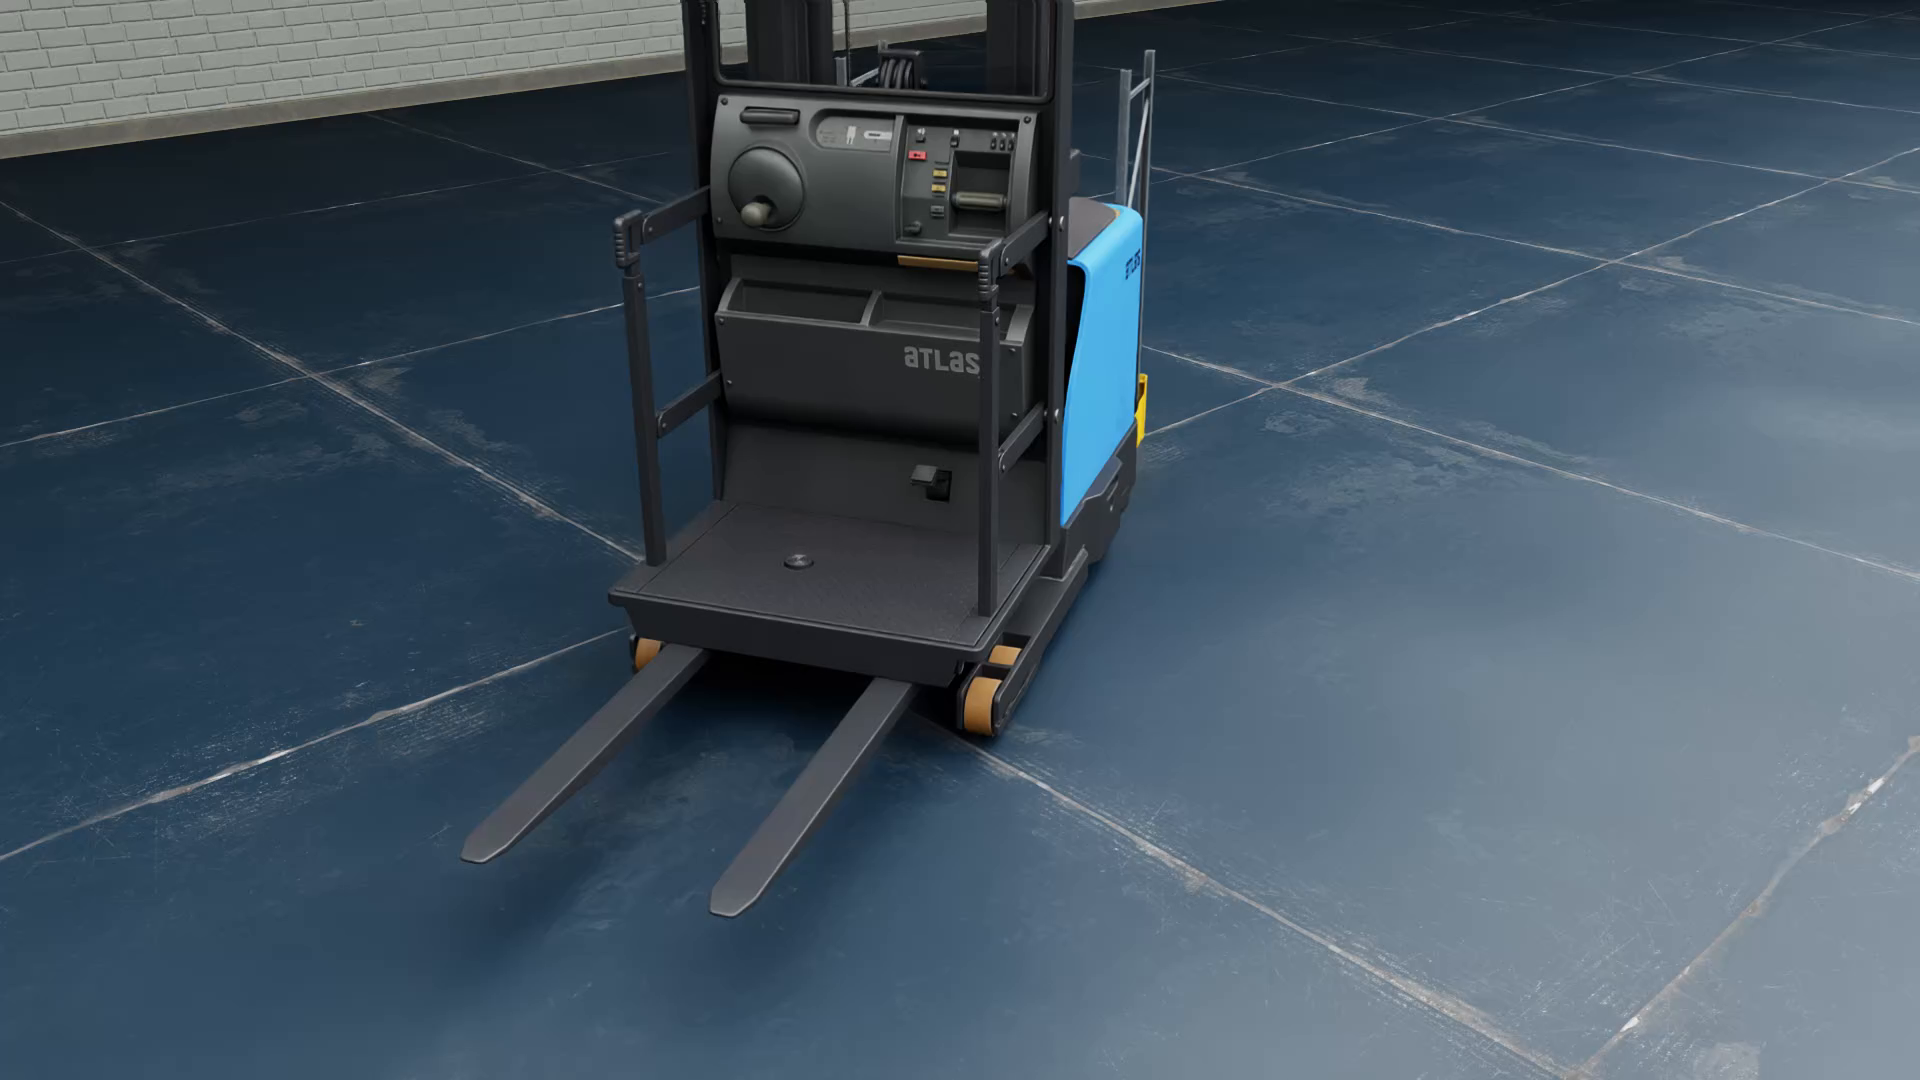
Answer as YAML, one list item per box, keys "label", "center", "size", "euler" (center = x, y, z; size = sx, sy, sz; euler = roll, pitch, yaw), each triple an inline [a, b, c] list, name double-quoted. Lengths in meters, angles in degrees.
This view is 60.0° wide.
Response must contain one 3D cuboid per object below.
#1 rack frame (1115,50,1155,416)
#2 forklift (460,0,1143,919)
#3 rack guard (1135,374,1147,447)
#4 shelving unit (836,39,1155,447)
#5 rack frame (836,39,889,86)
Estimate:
- label: "rack frame"
  center: [0.624, -0.998, 6.130]
  size: [0.032, 1.500, 0.500]
  euler: [7, 25, 15]
- label: "forklift"
  center: [-0.313, -0.981, 4.368]
  size: [1.130, 2.935, 3.031]
  euler: [8, 26, 17]
- label: "rack guard"
  center: [0.623, -0.429, 6.390]
  size: [0.087, 0.250, 0.587]
  euler: [7, 25, 15]
- label: "shelving unit"
  center: [0.145, -1.056, 6.257]
  size: [1.083, 1.500, 0.587]
  euler: [7, 25, 15]
- label: "rack frame"
  center: [-0.352, -1.115, 6.388]
  size: [0.032, 1.500, 0.500]
  euler: [7, 25, 15]
